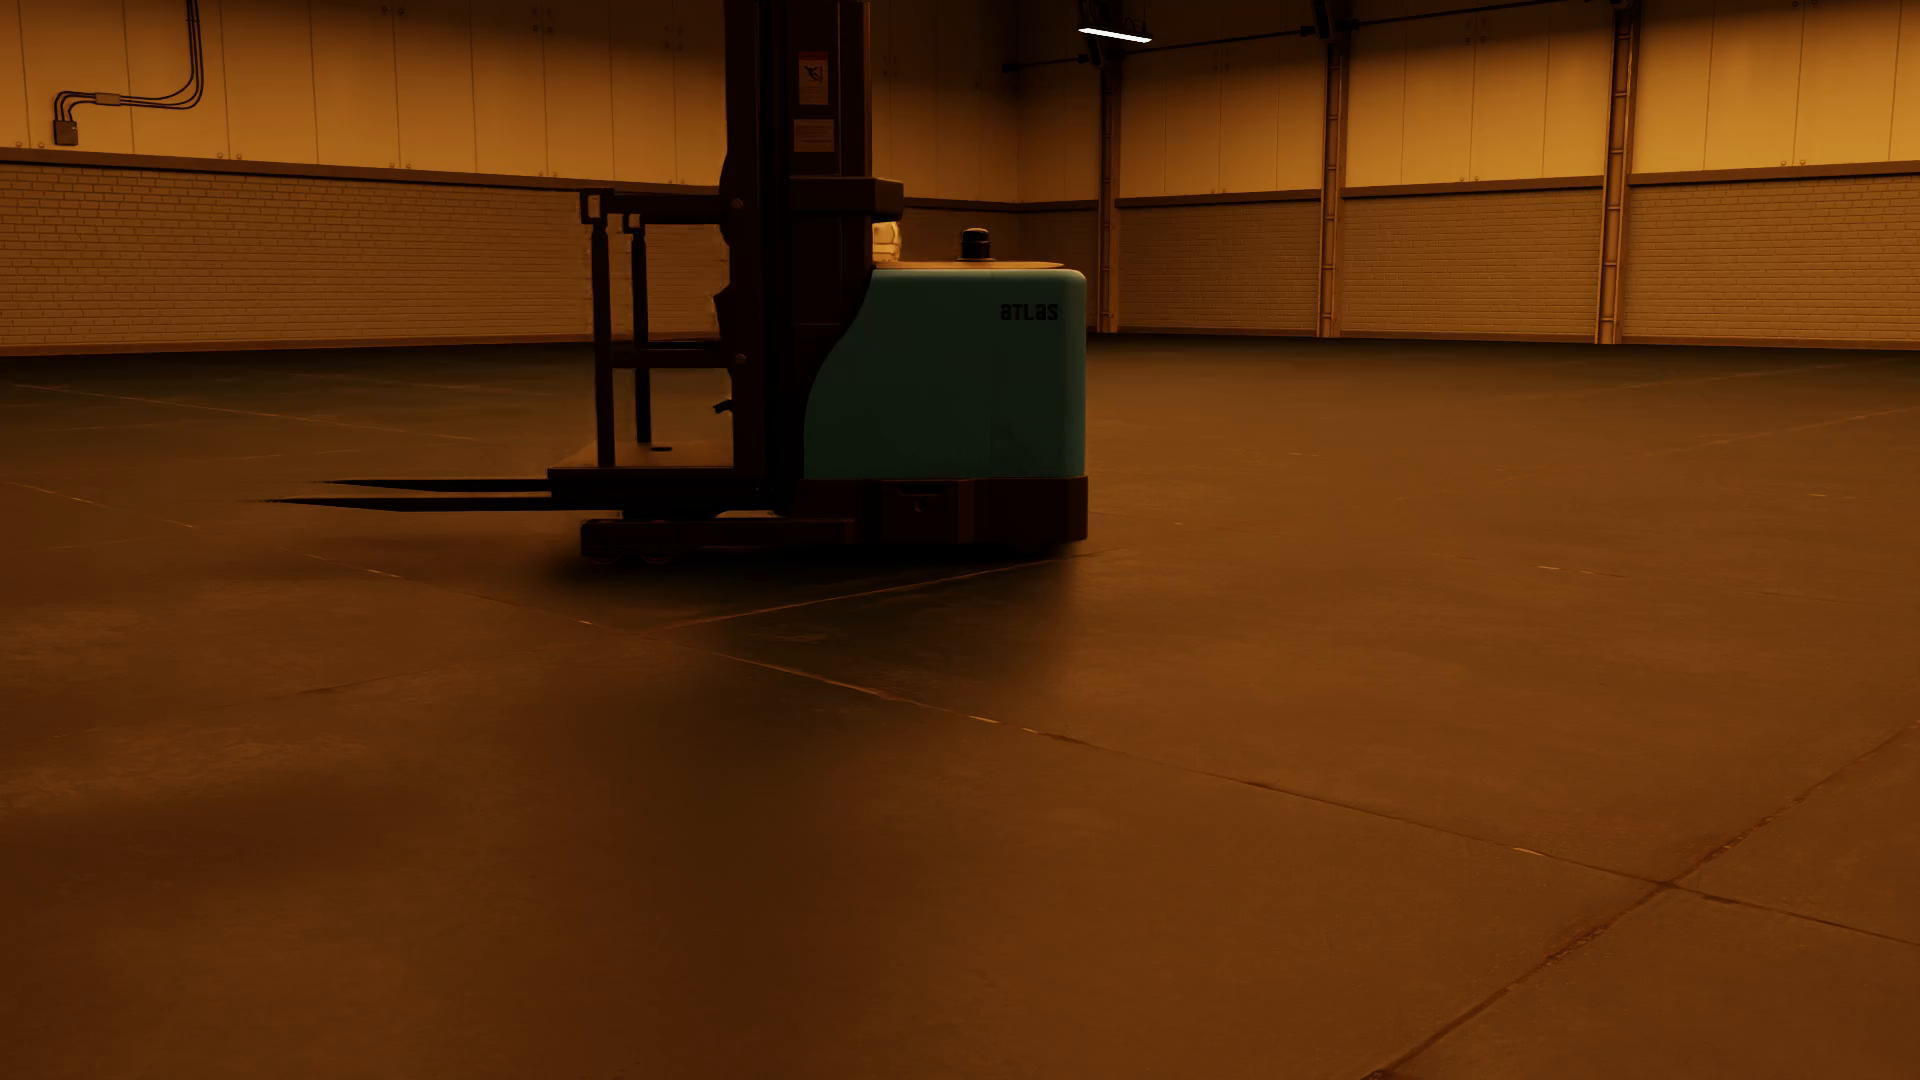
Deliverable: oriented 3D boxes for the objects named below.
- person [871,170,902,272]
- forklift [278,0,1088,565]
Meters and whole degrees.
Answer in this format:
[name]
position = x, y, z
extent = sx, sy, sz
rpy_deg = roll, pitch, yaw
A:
[person]
position = -0.581, -1.176, 8.982
extent = 0.628, 1.678, 0.779
rpy_deg = -5, 10, -30
[forklift]
position = -1.053, -1.438, 6.426
extent = 3.031, 2.935, 1.130
rpy_deg = 0, 9, -3
